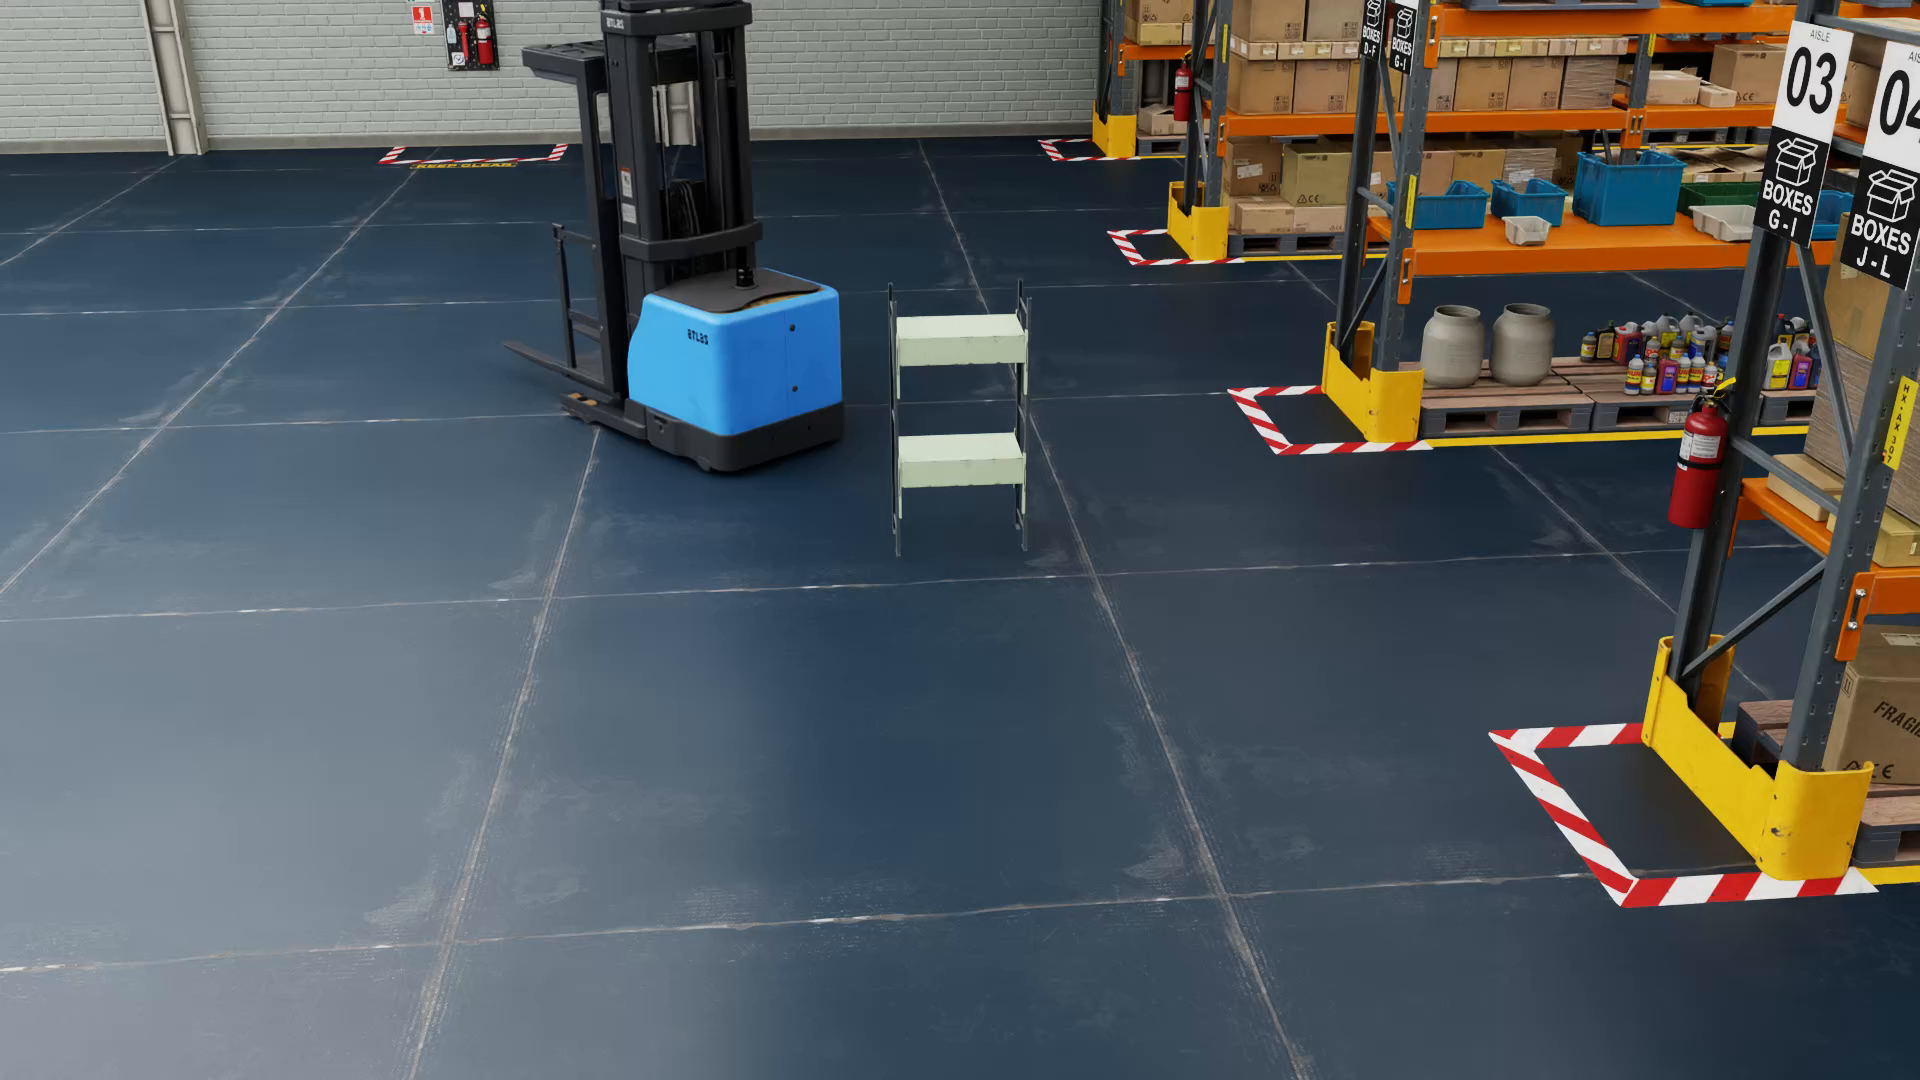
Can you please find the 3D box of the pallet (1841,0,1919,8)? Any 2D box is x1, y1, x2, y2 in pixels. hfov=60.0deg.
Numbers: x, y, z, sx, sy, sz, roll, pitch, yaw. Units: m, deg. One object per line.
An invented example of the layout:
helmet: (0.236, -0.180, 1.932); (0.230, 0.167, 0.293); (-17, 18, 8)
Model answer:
pallet: (6.080, -3.618, 10.736); (1.003, 0.211, 1.213); (-2, 24, -5)

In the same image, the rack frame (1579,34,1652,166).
rack frame: (6.305, -4.404, 15.966); (0.127, 3.000, 1.000); (-2, 24, -5)

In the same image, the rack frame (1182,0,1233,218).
rack frame: (2.325, -4.245, 15.607); (0.127, 3.000, 1.000); (-2, 24, -5)

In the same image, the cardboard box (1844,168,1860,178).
cardboard box: (8.770, -3.593, 16.318); (0.500, 0.311, 0.500); (-2, 24, -5)

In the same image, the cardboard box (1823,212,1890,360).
cardboard box: (3.818, -1.001, 6.588); (0.500, 0.500, 0.500); (-2, 24, -5)

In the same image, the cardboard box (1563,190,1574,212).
cardboard box: (5.865, -3.233, 16.199); (0.500, 0.250, 0.500); (-2, 24, -5)

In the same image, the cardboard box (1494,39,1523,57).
cardboard box: (5.043, -4.609, 15.505); (0.250, 0.149, 0.380); (-2, 24, -5)

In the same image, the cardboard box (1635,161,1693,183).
cardboard box: (6.741, -3.512, 16.136); (0.500, 0.311, 0.500); (-2, 24, -5)

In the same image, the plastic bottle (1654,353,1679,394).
plastic bottle: (4.870, -1.150, 11.447); (0.133, 0.283, 0.061); (-2, 24, -4)

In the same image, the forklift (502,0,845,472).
forklift: (-2.161, -2.278, 11.266); (1.130, 2.935, 3.031); (-22, 32, -40)

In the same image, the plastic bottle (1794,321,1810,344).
plastic bottle: (6.120, -1.459, 12.143); (0.133, 0.283, 0.061); (-2, 24, -5)

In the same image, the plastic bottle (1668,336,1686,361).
plastic bottle: (5.204, -1.381, 12.067); (0.097, 0.201, 0.097); (0, 24, 0)

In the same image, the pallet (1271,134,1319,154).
pallet: (3.933, -5.041, 20.832); (1.213, 0.211, 1.003); (-2, 24, -5)

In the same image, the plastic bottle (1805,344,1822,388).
plastic bottle: (5.985, -1.243, 11.572); (0.185, 0.351, 0.144); (-3, 24, -8)

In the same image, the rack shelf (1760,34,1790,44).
rack shelf: (11.786, -6.317, 21.155); (4.000, 0.370, 1.077); (-2, 24, -5)

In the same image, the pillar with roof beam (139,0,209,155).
pillar with roof beam: (-9.073, -7.147, 14.749); (0.400, 9.000, 9.100); (-2, 24, -5)

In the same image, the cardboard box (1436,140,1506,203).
cardboard box: (4.869, -3.539, 15.964); (0.500, 0.500, 0.500); (-2, 24, -5)

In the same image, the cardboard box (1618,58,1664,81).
cardboard box: (8.511, -5.920, 20.989); (0.500, 0.250, 0.500); (-2, 24, -4)

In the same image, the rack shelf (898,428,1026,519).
rack shelf: (-0.007, -0.387, 9.577); (0.720, 0.370, 0.431); (-2, 24, -5)

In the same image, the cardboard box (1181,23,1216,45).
cardboard box: (2.866, -6.105, 19.952); (0.500, 0.250, 0.500); (-3, 24, -7)

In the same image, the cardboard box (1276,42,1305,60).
cardboard box: (2.999, -4.527, 15.320); (0.250, 0.149, 0.380); (-3, 24, -7)

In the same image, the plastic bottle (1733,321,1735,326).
plastic bottle: (5.757, -1.521, 12.198); (0.185, 0.351, 0.144); (-3, 24, -7)

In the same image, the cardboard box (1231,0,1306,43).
cardboard box: (2.843, -4.899, 15.358); (0.500, 0.500, 0.700); (-2, 24, -5)

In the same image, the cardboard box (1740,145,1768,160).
cardboard box: (8.195, -3.789, 16.759); (0.500, 0.311, 0.500); (-3, 24, -6)

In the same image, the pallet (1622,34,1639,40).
pallet: (7.829, -6.383, 20.653); (1.213, 0.211, 1.003); (-2, 24, -5)

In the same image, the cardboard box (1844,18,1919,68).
cardboard box: (3.540, -1.862, 6.247); (0.250, 0.149, 0.380); (-2, 24, -5)

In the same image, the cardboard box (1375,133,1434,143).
cardboard box: (4.321, -3.730, 16.393); (0.500, 0.500, 0.500); (-2, 24, -5)

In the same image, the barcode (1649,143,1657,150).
barcode: (6.600, -3.744, 15.833); (0.075, 0.075, 0.001); (-2, 24, -5)

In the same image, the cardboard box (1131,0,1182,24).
cardboard box: (2.339, -6.428, 19.755); (0.500, 0.500, 0.500); (-2, 24, -5)

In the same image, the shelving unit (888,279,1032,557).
shelving unit: (-0.007, -0.685, 9.445); (0.755, 1.500, 0.431); (-2, 24, -5)

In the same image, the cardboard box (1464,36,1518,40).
cardboard box: (4.863, -4.982, 15.545); (0.500, 0.500, 0.700); (-2, 24, -5)

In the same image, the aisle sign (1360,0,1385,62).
aisle sign: (2.707, -3.547, 10.837); (0.004, 0.787, 0.394); (-2, 24, -5)

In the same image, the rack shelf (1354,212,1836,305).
rack shelf: (4.798, -1.993, 11.427); (4.000, 0.370, 1.077); (-2, 24, -5)

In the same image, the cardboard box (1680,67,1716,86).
cardboard box: (7.162, -4.452, 16.239); (0.258, 0.266, 0.396); (-3, 24, -6)

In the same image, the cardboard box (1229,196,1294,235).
cardboard box: (2.880, -3.112, 15.926); (0.500, 0.250, 0.500); (-2, 24, -5)

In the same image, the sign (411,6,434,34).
sign: (-6.549, -6.337, 20.271); (0.234, 0.329, 0.001); (-2, 24, -5)

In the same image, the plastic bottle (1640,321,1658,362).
plastic bottle: (4.984, -1.454, 12.139); (0.135, 0.276, 0.152); (-3, 24, -7)

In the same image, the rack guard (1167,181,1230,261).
rack guard: (2.301, -3.101, 16.112); (0.348, 0.500, 1.175); (-2, 24, -5)

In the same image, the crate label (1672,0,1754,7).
crate label: (4.703, -3.486, 10.390); (0.408, 0.251, 0.502); (-2, 24, -5)

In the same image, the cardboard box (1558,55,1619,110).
cardboard box: (5.864, -4.430, 15.900); (0.500, 0.500, 0.700); (-3, 24, -7)

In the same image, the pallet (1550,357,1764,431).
pallet: (4.899, -1.068, 11.892); (1.213, 0.211, 1.003); (-2, 24, -5)

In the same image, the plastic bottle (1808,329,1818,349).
plastic bottle: (6.327, -1.485, 12.301); (0.097, 0.201, 0.097); (0, 24, 0)

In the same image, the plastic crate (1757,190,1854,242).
plastic crate: (5.714, -2.180, 11.145); (0.616, 0.251, 0.499); (-2, 24, -5)

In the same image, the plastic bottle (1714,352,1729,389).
plastic bottle: (5.285, -1.169, 11.504); (0.097, 0.271, 0.097); (0, 24, 0)

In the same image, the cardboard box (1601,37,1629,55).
cardboard box: (6.056, -4.649, 15.595); (0.250, 0.149, 0.380); (-2, 24, -5)

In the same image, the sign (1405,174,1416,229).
sign: (2.858, -2.146, 10.545); (0.005, 0.325, 0.100); (-2, 24, -5)

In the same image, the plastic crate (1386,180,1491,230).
plastic crate: (3.277, -2.315, 11.449); (0.616, 0.251, 0.499); (-2, 24, -5)

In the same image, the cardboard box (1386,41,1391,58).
cardboard box: (4.018, -4.568, 15.411); (0.250, 0.149, 0.380); (-3, 24, -6)

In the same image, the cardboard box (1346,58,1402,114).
cardboard box: (3.807, -4.344, 15.707); (0.500, 0.500, 0.700); (-2, 24, -5)
